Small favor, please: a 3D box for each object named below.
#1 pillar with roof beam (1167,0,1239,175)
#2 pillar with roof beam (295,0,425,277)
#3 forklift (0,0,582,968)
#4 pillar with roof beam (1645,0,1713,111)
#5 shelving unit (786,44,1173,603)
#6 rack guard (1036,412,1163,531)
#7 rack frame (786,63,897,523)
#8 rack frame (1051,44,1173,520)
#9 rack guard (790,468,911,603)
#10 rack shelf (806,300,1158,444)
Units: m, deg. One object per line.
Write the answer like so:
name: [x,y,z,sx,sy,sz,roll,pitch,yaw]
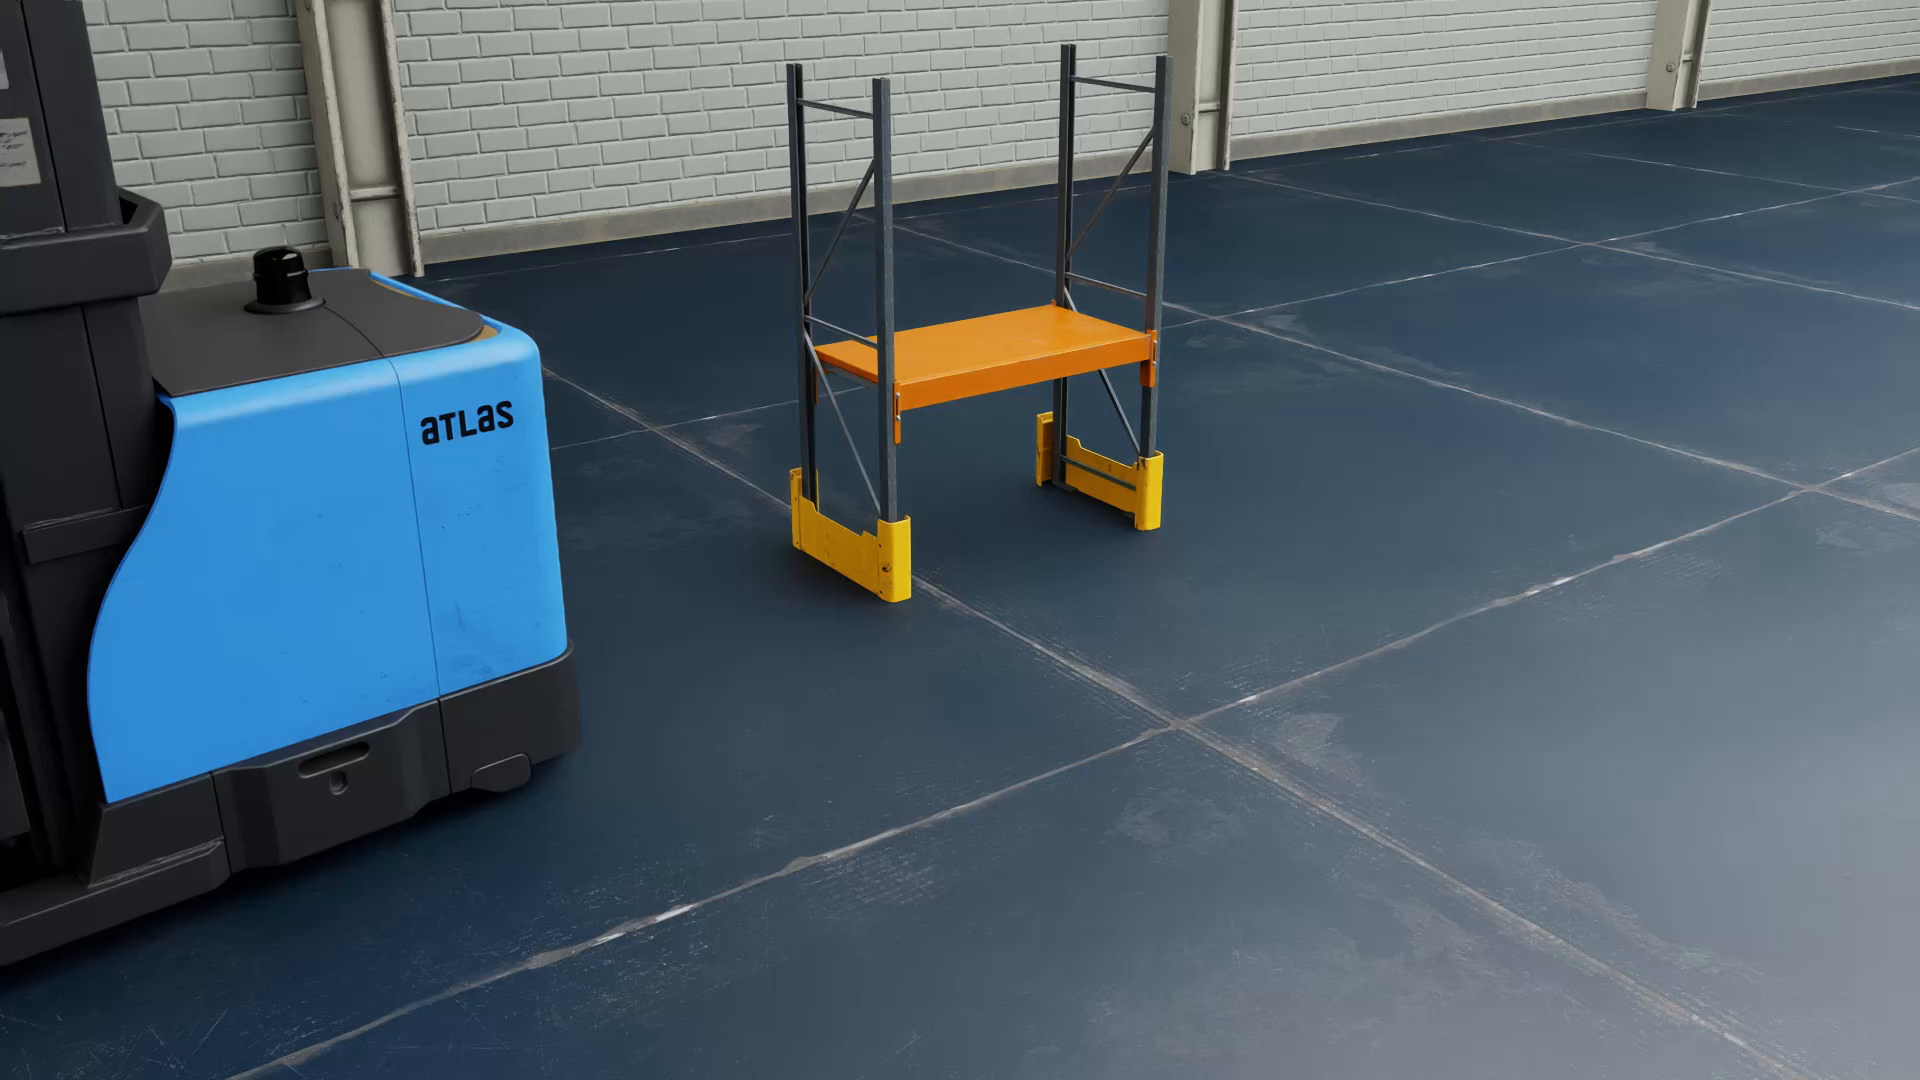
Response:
pillar with roof beam: [4.249,-5.612,7.320,0.400,9.000,9.100,-15,26,-33]
pillar with roof beam: [-0.622,-4.314,4.065,0.400,9.000,9.100,-15,26,-33]
forklift: [-2.348,-0.585,2.907,3.031,2.935,1.130,-18,28,-38]
pillar with roof beam: [9.119,-6.911,10.574,0.400,9.000,9.100,-15,26,-33]
shelving unit: [0.062,-0.713,5.160,1.083,1.500,0.587,-15,26,-33]
rack guard: [0.466,-0.240,5.662,0.087,0.250,0.587,-15,26,-33]
rack frame: [-0.343,-0.605,4.889,0.032,1.500,0.500,-15,26,-33]
rack frame: [0.482,-0.825,5.440,0.032,1.500,0.500,-15,26,-33]
rack guard: [-0.342,-0.025,5.121,0.087,0.250,0.587,-15,26,-33]
rack shelf: [0.069,-0.548,5.231,1.000,0.185,0.538,-15,26,-33]
